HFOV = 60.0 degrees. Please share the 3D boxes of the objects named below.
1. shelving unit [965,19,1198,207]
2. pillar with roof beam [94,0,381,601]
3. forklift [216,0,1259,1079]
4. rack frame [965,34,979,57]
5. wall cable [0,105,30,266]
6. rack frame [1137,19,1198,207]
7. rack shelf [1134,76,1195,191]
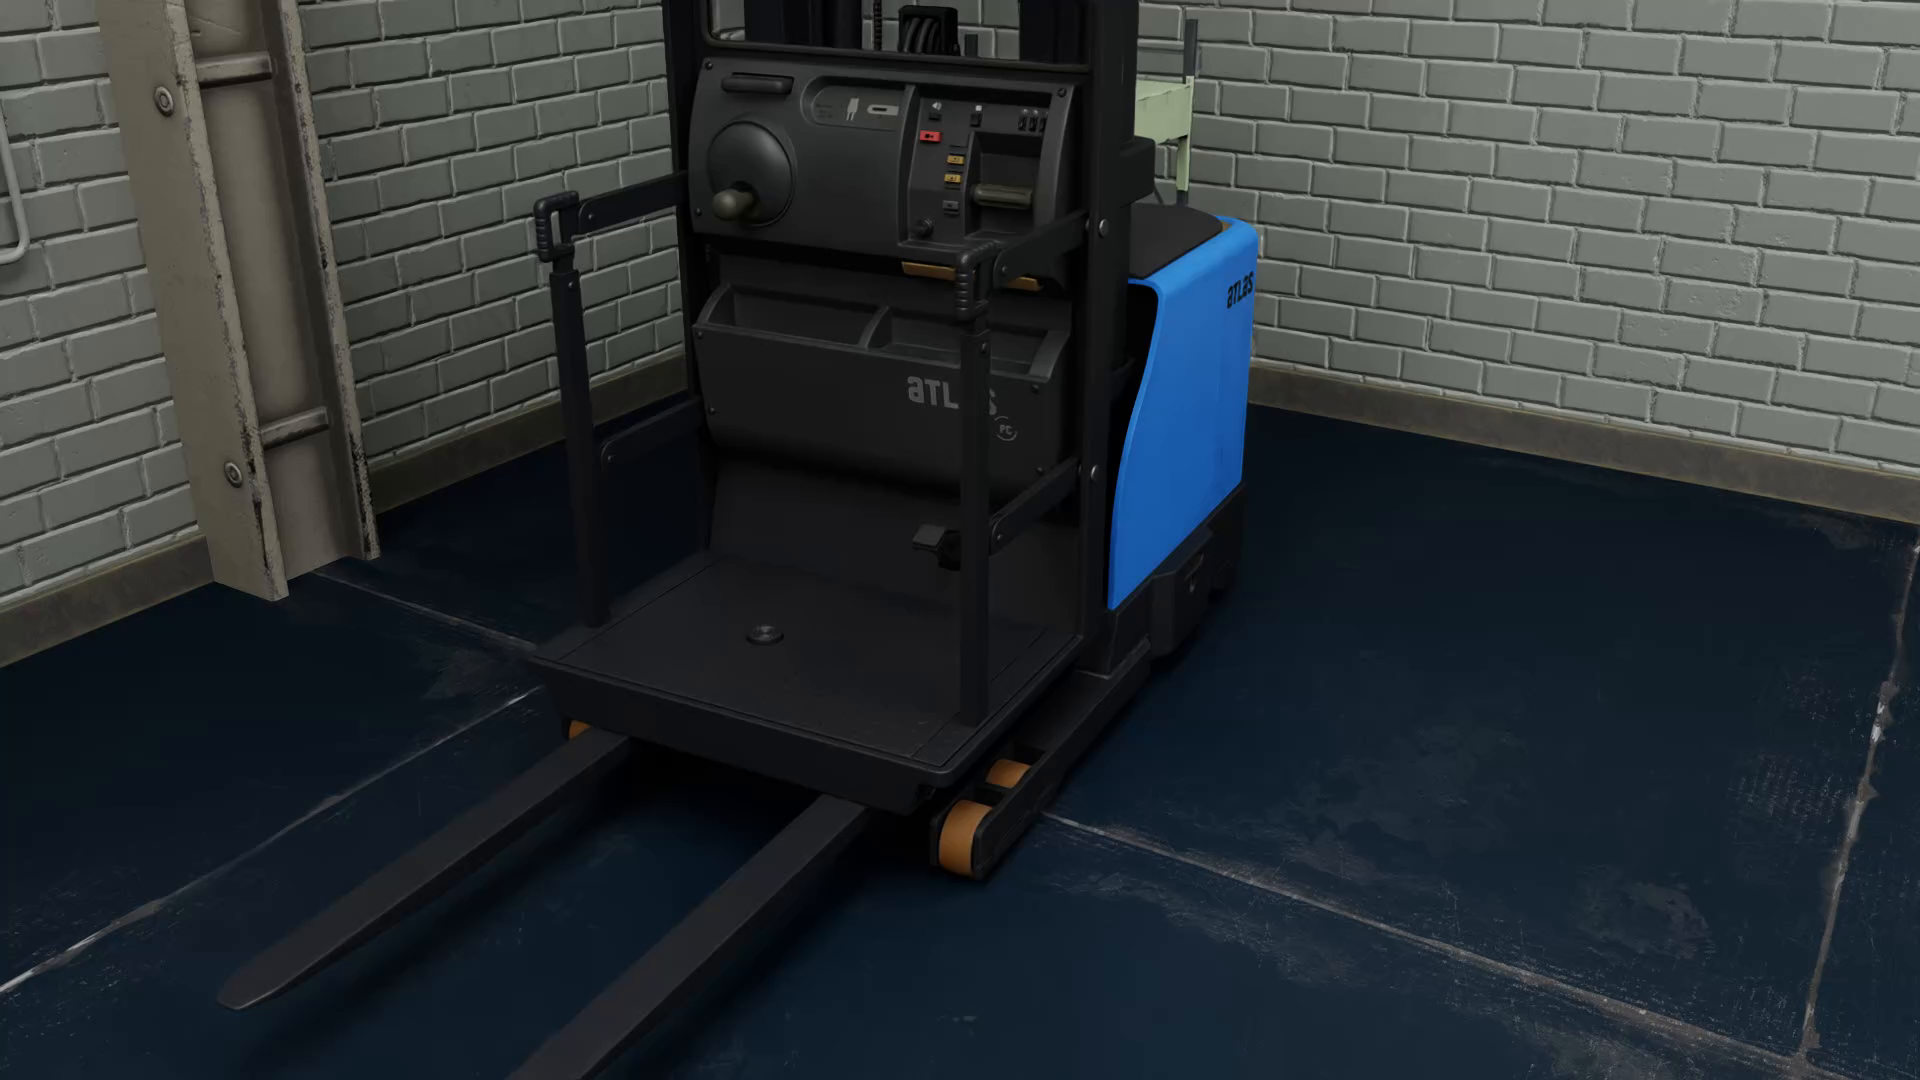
[{"bbox_3d":[0.390,-0.900,5.441,0.431,1.500,0.755,15,27,30],"label":"shelving unit"},{"bbox_3d":[1.636,-3.147,1.193,9.100,9.000,0.400,14,27,29],"label":"pillar with roof beam"},{"bbox_3d":[-0.288,-0.821,3.456,1.130,2.935,3.031,12,26,25],"label":"forklift"},{"bbox_3d":[0.189,-0.778,5.160,0.400,1.500,0.023,15,27,30],"label":"rack frame"},{"bbox_3d":[-2.839,-1.301,3.200,0.084,1.984,1.851,14,27,29],"label":"wall cable"},{"bbox_3d":[0.591,-1.021,5.722,0.400,1.500,0.023,15,27,30],"label":"rack frame"},{"bbox_3d":[0.390,-1.258,5.286,0.431,0.370,0.720,15,27,30],"label":"rack shelf"}]
